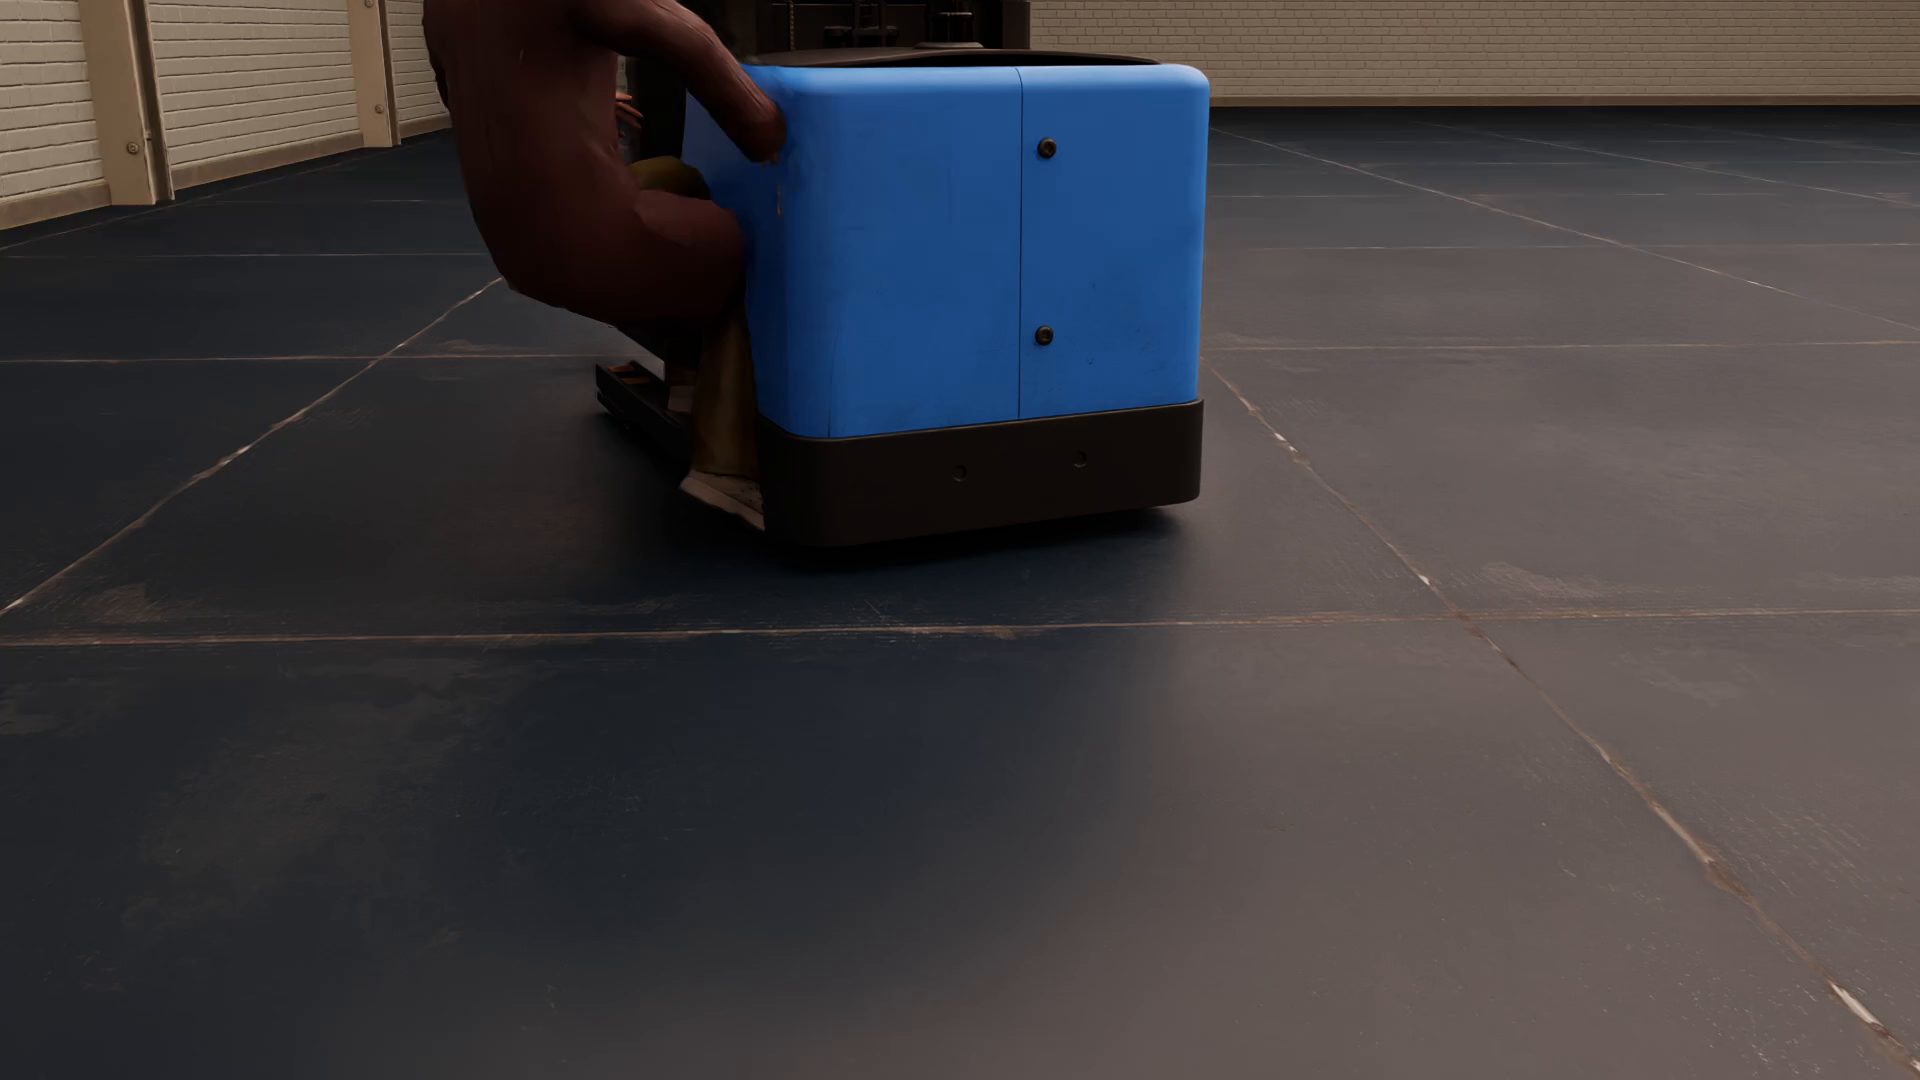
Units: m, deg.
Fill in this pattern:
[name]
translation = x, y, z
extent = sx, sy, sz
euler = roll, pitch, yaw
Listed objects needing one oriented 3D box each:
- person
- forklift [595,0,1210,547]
[person]
translation = -0.702, -0.759, 3.784
extent = 0.944, 1.544, 0.896
euler = 10, 20, 29
[forklift]
translation = -0.481, -1.773, 4.704
extent = 1.130, 2.935, 3.031
euler = -7, 19, -23
